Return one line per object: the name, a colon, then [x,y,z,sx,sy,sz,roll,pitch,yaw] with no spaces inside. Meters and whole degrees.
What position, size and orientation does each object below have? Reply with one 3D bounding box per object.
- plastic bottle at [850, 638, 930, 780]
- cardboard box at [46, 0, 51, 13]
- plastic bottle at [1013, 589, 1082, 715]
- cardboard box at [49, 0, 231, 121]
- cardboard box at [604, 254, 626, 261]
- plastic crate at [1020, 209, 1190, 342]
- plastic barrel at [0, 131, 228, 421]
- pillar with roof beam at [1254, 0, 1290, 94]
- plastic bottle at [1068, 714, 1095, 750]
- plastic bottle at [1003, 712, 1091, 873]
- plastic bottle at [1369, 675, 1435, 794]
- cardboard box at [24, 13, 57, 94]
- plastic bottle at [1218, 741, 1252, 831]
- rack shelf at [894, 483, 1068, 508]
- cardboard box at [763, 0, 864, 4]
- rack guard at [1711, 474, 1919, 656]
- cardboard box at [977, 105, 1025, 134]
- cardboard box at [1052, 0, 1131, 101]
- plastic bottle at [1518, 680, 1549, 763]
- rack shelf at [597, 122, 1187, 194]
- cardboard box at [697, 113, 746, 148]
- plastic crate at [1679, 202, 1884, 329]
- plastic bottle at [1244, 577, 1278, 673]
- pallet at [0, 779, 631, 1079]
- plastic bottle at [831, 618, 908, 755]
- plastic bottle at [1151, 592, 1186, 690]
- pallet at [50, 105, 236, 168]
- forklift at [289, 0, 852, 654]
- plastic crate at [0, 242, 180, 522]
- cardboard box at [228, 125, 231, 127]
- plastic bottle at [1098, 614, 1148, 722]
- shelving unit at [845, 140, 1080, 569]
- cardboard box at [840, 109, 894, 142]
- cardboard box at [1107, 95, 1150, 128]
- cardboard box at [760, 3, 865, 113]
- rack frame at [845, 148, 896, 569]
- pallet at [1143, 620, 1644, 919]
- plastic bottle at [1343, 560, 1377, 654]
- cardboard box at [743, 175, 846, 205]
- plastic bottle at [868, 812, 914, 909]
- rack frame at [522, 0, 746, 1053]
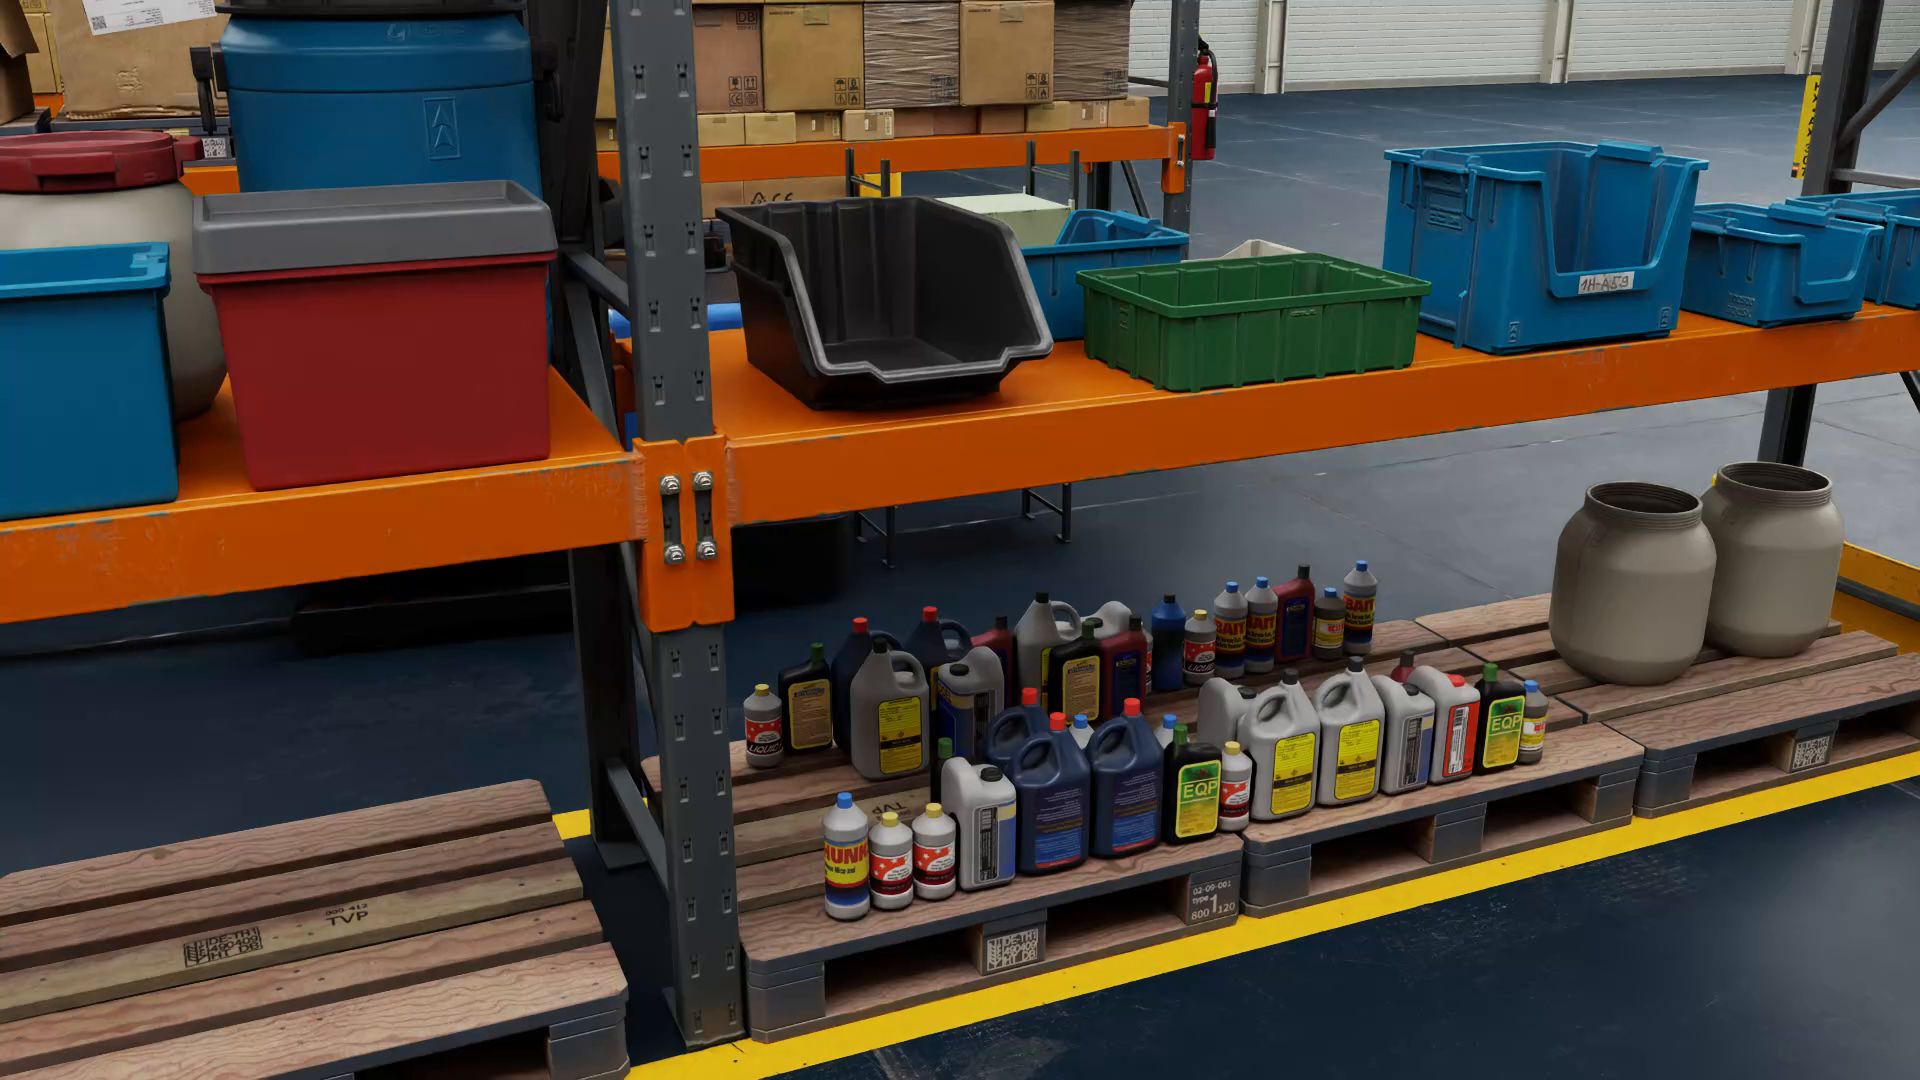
plastic bottle: [-0.176,0.410,4.168,0.185,0.351,0.144,-8,21,-22]
cardboard box: [-5.933,-3.857,11.304,0.500,0.500,0.700,-8,21,-21]
plastic bottle: [0.240,0.298,4.486,0.185,0.351,0.144,-8,21,-22]
cardboard box: [-3.457,-2.433,7.381,1.000,1.000,1.000,-8,21,-22]
cardboard box: [-1.766,-1.151,8.407,0.500,0.500,0.500,-2,19,-5]
plastic crate: [0.199,-0.662,4.110,0.616,0.251,0.499,-8,21,-22]
plastic barrel: [-1.675,-0.509,3.246,0.433,0.535,0.433,0,19,0]
pillar with roof beam: [6.834,-10.354,22.380,0.400,9.000,9.100,-8,21,-22]
plastic bottle: [0.281,0.540,3.917,0.097,0.271,0.097,0,19,0]
plastic bottle: [0.196,0.559,3.745,0.185,0.351,0.144,-8,21,-20]
plastic bottle: [1.081,0.466,4.122,0.135,0.276,0.152,-9,21,-23]
cardboard box: [-6.310,-3.236,11.047,0.500,0.500,0.500,-8,21,-22]
plastic bottle: [0.638,0.574,3.926,0.097,0.201,0.097,0,19,0]
rack shelf: [0.006,-0.401,6.384,0.720,0.370,0.431,-8,21,-22]
cardboard box: [-0.785,-2.856,8.013,0.500,0.500,0.500,-8,21,-22]
rack guard: [2.912,0.173,5.277,0.348,0.500,1.175,-8,21,-22]
cardboard box: [0.147,-2.212,8.666,0.250,0.149,0.380,-8,21,-22]
cardboard box: [0.485,-2.664,8.973,0.500,0.500,0.875,-8,21,-22]
plastic bottle: [1.450,0.458,4.256,0.097,0.201,0.097,0,19,0]
rack shelf: [-0.835,-1.938,8.593,4.000,0.370,1.077,-8,21,-22]
cardboard box: [-1.217,-2.004,8.076,0.250,0.149,0.380,-8,21,-22]
plastic crate: [2.023,-0.719,4.271,0.408,0.251,0.499,-8,21,-22]
plastic bottle: [0.860,0.238,4.775,0.097,0.271,0.097,0,19,0]
pallet: [-1.416,0.927,3.572,1.213,0.211,1.003,-8,21,-22]
plastic bottle: [-0.233,0.366,4.293,0.185,0.351,0.144,-9,21,-23]
plastic bottle: [0.582,0.278,4.662,0.097,0.271,0.097,0,19,0]
pallet: [-3.431,-1.867,7.598,1.213,0.211,1.003,-8,21,-22]
forklift: [-1.964,-1.204,5.527,3.031,2.935,1.130,-5,20,-14]
plastic crate: [-1.600,-0.256,2.757,0.575,0.384,0.392,-8,21,-22]
cardboard box: [-7.078,-3.925,16.477,0.625,0.372,0.950,-8,21,-21]
plastic bottle: [0.434,0.342,4.462,0.133,0.283,0.061,-8,21,-22]
shelving unit: [0.006,-0.708,6.275,0.755,1.500,0.431,-8,21,-22]
cardboard box: [-0.515,-2.092,8.325,0.250,0.149,0.380,-8,21,-22]
cardboard box: [0.821,-2.321,8.977,0.250,0.149,0.380,-8,21,-22]
cardboard box: [-0.866,-2.447,8.356,0.500,0.500,0.875,-8,21,-22]
rack frame: [-0.330,-0.660,6.139,0.023,1.500,0.400,-8,21,-22]
pallet: [1.045,0.574,4.574,1.213,0.211,1.003,-8,21,-22]
plastic bottle: [1.175,0.193,4.903,0.097,0.271,0.097,0,19,0]
cardboard box: [-1.467,-3.153,13.526,0.875,0.875,0.875,-8,21,-22]
plastic bottle: [-0.150,0.687,3.605,0.097,0.201,0.097,0,19,0]
rack frame: [-0.710,-0.504,3.436,0.127,3.000,1.000,-8,21,-22]
